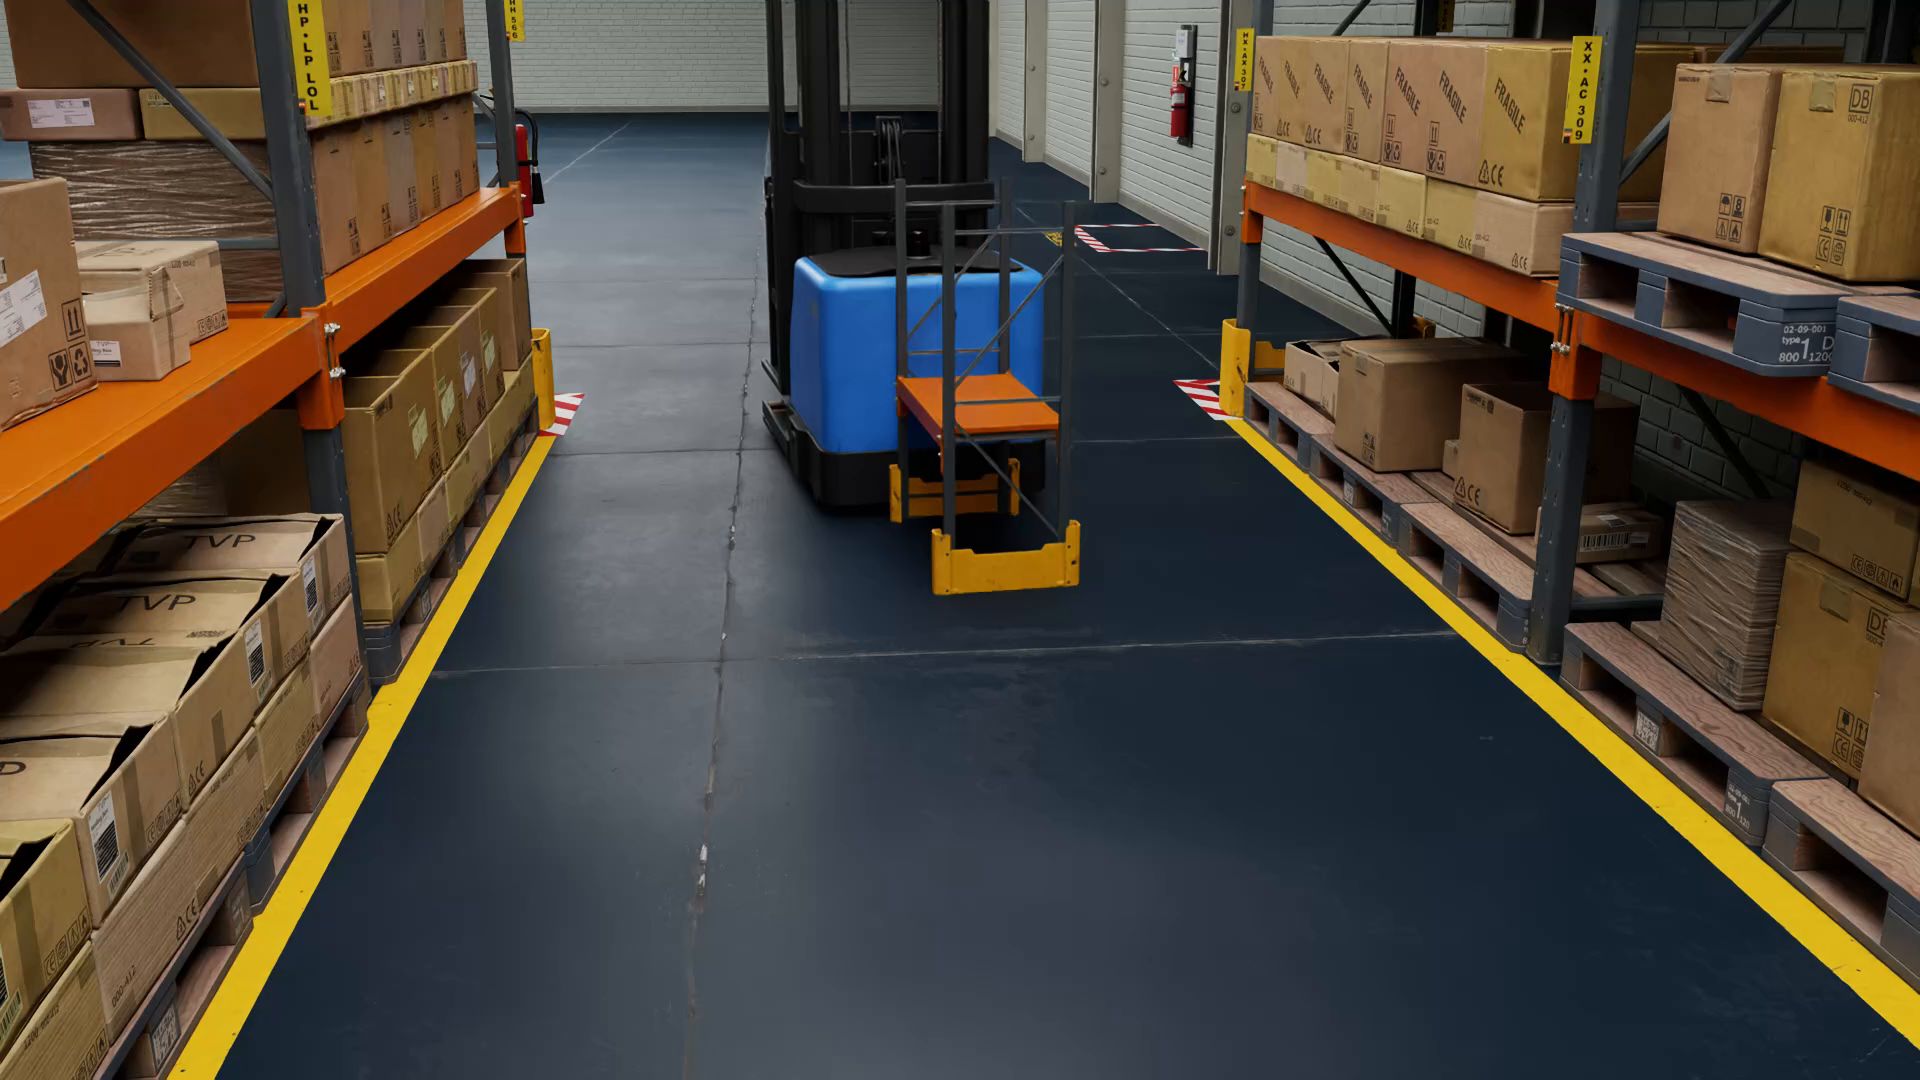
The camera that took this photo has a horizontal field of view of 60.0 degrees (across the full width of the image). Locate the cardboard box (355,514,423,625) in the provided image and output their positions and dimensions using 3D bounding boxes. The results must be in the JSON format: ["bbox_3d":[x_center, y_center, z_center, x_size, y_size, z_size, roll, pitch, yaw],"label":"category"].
[{"bbox_3d":[-2.174,0.098,5.746,0.500,0.250,0.500,-2,18,-6],"label":"cardboard box"}]

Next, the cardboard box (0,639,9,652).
[{"bbox_3d":[-2.532,0.412,3.809,0.500,0.311,0.500,-2,18,-7],"label":"cardboard box"}]

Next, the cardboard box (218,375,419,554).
[{"bbox_3d":[-2.165,-0.260,5.635,0.500,0.500,0.500,-2,18,-6],"label":"cardboard box"}]

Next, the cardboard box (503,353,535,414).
[{"bbox_3d":[-2.491,-0.795,8.592,0.500,0.250,0.500,-2,18,-6],"label":"cardboard box"}]

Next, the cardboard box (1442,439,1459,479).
[{"bbox_3d":[2.354,-0.347,7.299,0.380,0.149,0.250,-3,18,-10],"label":"cardboard box"}]

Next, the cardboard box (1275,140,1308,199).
[{"bbox_3d":[1.888,-1.840,8.248,0.500,0.250,0.500,-2,18,-7],"label":"cardboard box"}]

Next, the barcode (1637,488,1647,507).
[{"bbox_3d":[2.709,-0.166,6.605,0.001,0.075,0.075,-2,18,-6],"label":"barcode"}]

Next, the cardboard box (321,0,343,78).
[{"bbox_3d":[-2.534,-1.815,5.618,0.700,0.500,0.500,-2,18,-6],"label":"cardboard box"}]

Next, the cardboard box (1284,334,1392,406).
[{"bbox_3d":[2.068,-0.930,8.886,0.500,0.311,0.500,-4,18,-12],"label":"cardboard box"}]

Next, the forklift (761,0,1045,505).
[{"bbox_3d":[-0.456,-1.955,8.510,1.130,2.935,3.031,-4,18,-13],"label":"forklift"}]

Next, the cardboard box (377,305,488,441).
[{"bbox_3d":[-2.321,-0.707,7.058,0.500,0.500,0.500,-2,18,-6],"label":"cardboard box"}]

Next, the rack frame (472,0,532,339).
[{"bbox_3d":[-2.841,-2.058,8.723,1.000,3.000,0.127,-2,18,-6],"label":"rack frame"}]

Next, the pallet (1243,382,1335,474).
[{"bbox_3d":[2.143,-0.616,8.785,1.003,0.211,1.213,-2,18,-6],"label":"pallet"}]

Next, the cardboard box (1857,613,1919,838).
[{"bbox_3d":[2.707,0.487,4.056,0.700,0.500,0.500,-2,17,-5],"label":"cardboard box"}]

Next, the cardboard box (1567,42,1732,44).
[{"bbox_3d":[2.608,-1.616,6.283,0.500,0.500,0.500,-2,18,-6],"label":"cardboard box"}]

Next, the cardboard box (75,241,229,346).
[{"bbox_3d":[-2.334,-0.649,4.487,0.500,0.250,0.500,-1,17,-2],"label":"cardboard box"}]

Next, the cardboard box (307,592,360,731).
[{"bbox_3d":[-2.097,0.360,4.911,0.500,0.250,0.500,-2,18,-6],"label":"cardboard box"}]

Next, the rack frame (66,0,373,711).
[{"bbox_3d":[-2.428,-0.866,4.927,1.000,3.000,0.127,-2,18,-6],"label":"rack frame"}]

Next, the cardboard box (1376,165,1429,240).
[{"bbox_3d":[2.038,-1.388,6.807,0.500,0.250,0.500,-2,18,-6],"label":"cardboard box"}]

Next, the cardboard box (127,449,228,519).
[{"bbox_3d":[-2.733,-0.393,6.058,0.500,0.500,0.500,-2,18,-6],"label":"cardboard box"}]

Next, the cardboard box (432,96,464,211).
[{"bbox_3d":[-2.746,-1.809,7.766,0.700,0.500,0.500,-1,17,-4],"label":"cardboard box"}]

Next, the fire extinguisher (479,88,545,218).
[{"bbox_3d":[-2.391,-2.070,8.893,0.296,0.674,0.183,-2,18,-6],"label":"fire extinguisher"}]

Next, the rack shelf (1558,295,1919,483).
[{"bbox_3d":[2.705,-0.081,3.628,1.077,0.370,4.000,-2,18,-6],"label":"rack shelf"}]

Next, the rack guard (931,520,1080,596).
[{"bbox_3d":[0.181,0.070,6.537,0.587,0.250,0.087,-4,18,-11],"label":"rack guard"}]

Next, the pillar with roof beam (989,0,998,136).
[{"bbox_3d":[-3.739,-11.910,30.089,9.100,9.000,0.400,-2,18,-6],"label":"pillar with roof beam"}]

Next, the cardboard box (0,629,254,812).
[{"bbox_3d":[-1.992,0.393,3.869,0.500,0.311,0.500,-2,18,-6],"label":"cardboard box"}]

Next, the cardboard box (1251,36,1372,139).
[{"bbox_3d":[1.836,-2.356,8.639,0.500,0.500,0.500,-2,18,-6],"label":"cardboard box"}]

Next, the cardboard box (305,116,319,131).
[{"bbox_3d":[-2.289,-1.384,5.327,0.380,0.149,0.250,-2,17,-5],"label":"cardboard box"}]

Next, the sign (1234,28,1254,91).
[{"bbox_3d":[1.546,-2.608,9.031,0.100,0.325,0.005,-2,18,-6],"label":"sign"}]

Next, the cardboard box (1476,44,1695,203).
[{"bbox_3d":[2.142,-1.447,5.744,0.500,0.500,0.500,-2,18,-6],"label":"cardboard box"}]

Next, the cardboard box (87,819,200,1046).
[{"bbox_3d":[-1.942,0.815,3.462,0.500,0.250,0.500,-1,17,-5],"label":"cardboard box"}]

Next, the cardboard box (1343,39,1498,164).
[{"bbox_3d":[1.990,-1.901,7.189,0.500,0.500,0.500,-1,17,-4],"label":"cardboard box"}]

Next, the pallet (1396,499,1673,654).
[{"bbox_3d":[2.394,0.111,6.470,1.003,0.211,1.213,-2,18,-6],"label":"pallet"}]

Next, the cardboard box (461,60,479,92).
[{"bbox_3d":[-2.612,-2.307,8.267,0.380,0.149,0.250,-2,18,-7],"label":"cardboard box"}]

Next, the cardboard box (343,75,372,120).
[{"bbox_3d":[-2.370,-1.613,6.058,0.380,0.149,0.250,-2,18,-7],"label":"cardboard box"}]

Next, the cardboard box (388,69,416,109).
[{"bbox_3d":[-2.450,-1.845,6.795,0.380,0.149,0.250,-2,18,-6],"label":"cardboard box"}]

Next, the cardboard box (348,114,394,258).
[{"bbox_3d":[-2.589,-1.352,6.309,0.700,0.500,0.500,-2,17,-5],"label":"cardboard box"}]

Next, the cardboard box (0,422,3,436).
[{"bbox_3d":[-2.259,-0.378,3.207,0.500,0.500,0.500,-2,18,-6],"label":"cardboard box"}]

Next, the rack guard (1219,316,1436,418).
[{"bbox_3d":[2.094,-0.996,9.516,1.175,0.500,0.348,-2,18,-6],"label":"rack guard"}]

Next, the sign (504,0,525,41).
[{"bbox_3d":[-2.300,-2.736,8.554,0.100,0.325,0.005,-2,18,-6],"label":"sign"}]

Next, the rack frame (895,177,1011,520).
[{"bbox_3d":[-0.029,-0.824,7.298,0.500,1.500,0.032,-4,18,-11],"label":"rack frame"}]

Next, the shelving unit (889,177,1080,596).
[{"bbox_3d":[0.078,-0.672,6.815,0.587,1.500,1.083,-4,18,-11],"label":"shelving unit"}]

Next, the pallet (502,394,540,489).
[{"bbox_3d":[-2.720,-0.501,8.419,1.003,0.211,1.213,-2,18,-6],"label":"pallet"}]

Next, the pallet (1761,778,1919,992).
[{"bbox_3d":[2.710,0.907,3.937,1.003,0.211,1.213,-2,18,-6],"label":"pallet"}]

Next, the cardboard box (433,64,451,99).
[{"bbox_3d":[-2.533,-2.078,7.537,0.380,0.149,0.250,-2,17,-5],"label":"cardboard box"}]

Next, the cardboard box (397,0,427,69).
[{"bbox_3d":[-2.687,-2.262,7.043,0.700,0.500,0.500,-2,18,-5],"label":"cardboard box"}]

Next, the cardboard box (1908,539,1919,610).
[{"bbox_3d":[2.697,0.110,4.007,0.500,0.250,0.500,-2,18,-7],"label":"cardboard box"}]

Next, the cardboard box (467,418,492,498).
[{"bbox_3d":[-2.325,-0.349,7.170,0.500,0.250,0.500,-2,18,-6],"label":"cardboard box"}]
